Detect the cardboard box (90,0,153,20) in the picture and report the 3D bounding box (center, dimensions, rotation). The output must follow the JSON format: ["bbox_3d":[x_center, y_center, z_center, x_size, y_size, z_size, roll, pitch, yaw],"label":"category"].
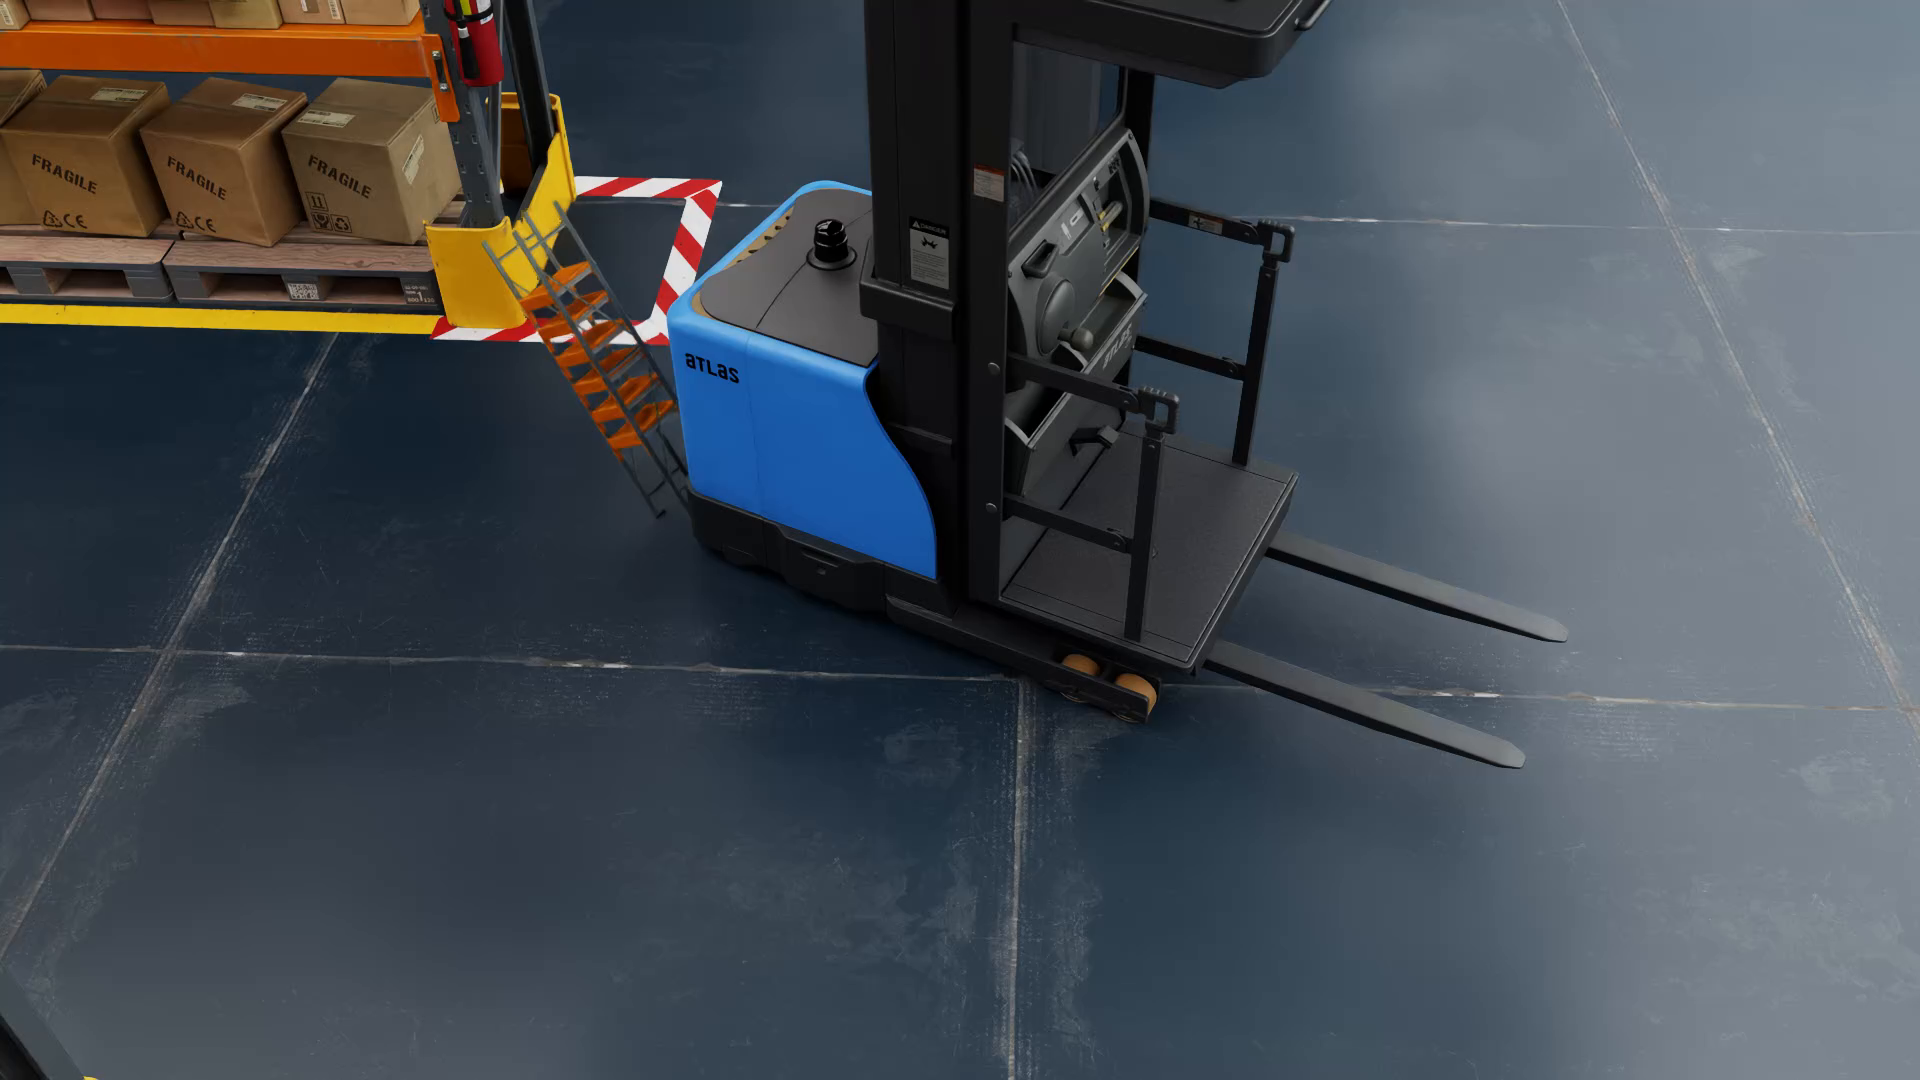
[{"bbox_3d":[-3.266,-2.226,6.623,0.250,0.149,0.380,2,43,2],"label":"cardboard box"}]

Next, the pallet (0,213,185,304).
[{"bbox_3d":[-4.074,-1.485,7.689,1.213,0.211,1.003,2,43,2],"label":"pallet"}]

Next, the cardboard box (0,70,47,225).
[{"bbox_3d":[-4.375,-1.759,7.464,0.500,0.500,0.500,-2,43,-2],"label":"cardboard box"}]

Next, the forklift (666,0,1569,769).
[{"bbox_3d":[0.554,-0.877,5.041,3.031,2.935,1.130,19,46,20],"label":"forklift"}]

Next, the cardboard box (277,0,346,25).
[{"bbox_3d":[-2.517,-2.199,6.594,0.250,0.149,0.380,2,43,2],"label":"cardboard box"}]

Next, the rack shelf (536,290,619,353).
[{"bbox_3d":[-1.376,-0.798,6.022,0.180,0.103,0.258,-6,33,40],"label":"rack shelf"}]

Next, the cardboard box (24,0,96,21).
[{"bbox_3d":[-3.516,-2.218,6.615,0.250,0.149,0.380,2,43,2],"label":"cardboard box"}]

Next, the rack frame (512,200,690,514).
[{"bbox_3d":[-1.221,-0.649,6.044,0.006,1.200,0.240,-6,33,40],"label":"rack frame"}]

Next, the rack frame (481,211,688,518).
[{"bbox_3d":[-1.360,-0.635,6.162,0.006,1.200,0.240,-6,33,40],"label":"rack frame"}]

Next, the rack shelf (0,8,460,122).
[{"bbox_3d":[-3.971,-2.213,6.953,4.000,0.370,1.077,2,43,2],"label":"rack shelf"}]

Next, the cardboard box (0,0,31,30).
[{"bbox_3d":[-3.770,-2.166,6.558,0.250,0.149,0.380,2,43,2],"label":"cardboard box"}]

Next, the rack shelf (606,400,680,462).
[{"bbox_3d":[-1.167,-0.414,6.221,0.180,0.103,0.258,-6,33,40],"label":"rack shelf"}]

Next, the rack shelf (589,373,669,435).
[{"bbox_3d":[-1.219,-0.510,6.171,0.180,0.103,0.258,-6,33,40],"label":"rack shelf"}]

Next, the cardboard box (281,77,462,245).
[{"bbox_3d":[-2.596,-1.684,7.383,0.500,0.500,0.500,9,44,10],"label":"cardboard box"}]

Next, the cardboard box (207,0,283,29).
[{"bbox_3d":[-2.769,-2.172,6.565,0.250,0.149,0.380,2,43,2],"label":"cardboard box"}]

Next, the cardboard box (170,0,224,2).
[{"bbox_3d":[-3.026,-2.530,6.473,0.500,0.500,0.875,2,43,2],"label":"cardboard box"}]

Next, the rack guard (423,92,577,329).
[{"bbox_3d":[-2.049,-1.503,7.496,0.348,0.500,1.175,2,43,2],"label":"rack guard"}]

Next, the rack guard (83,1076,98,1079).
[{"bbox_3d":[-2.274,1.902,3.841,0.348,0.500,1.175,2,43,2],"label":"rack guard"}]

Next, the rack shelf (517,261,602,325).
[{"bbox_3d":[-1.428,-0.894,5.972,0.180,0.103,0.258,-6,33,40],"label":"rack shelf"}]

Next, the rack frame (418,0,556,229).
[{"bbox_3d":[-1.973,-2.415,6.642,0.127,3.000,1.000,2,43,2],"label":"rack frame"}]

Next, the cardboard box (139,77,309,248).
[{"bbox_3d":[-3.195,-1.680,7.378,0.500,0.500,0.500,12,44,13],"label":"cardboard box"}]

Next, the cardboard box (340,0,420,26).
[{"bbox_3d":[-2.267,-2.191,6.586,0.250,0.149,0.380,2,43,2],"label":"cardboard box"}]

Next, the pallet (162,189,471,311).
[{"bbox_3d":[-2.859,-1.446,7.647,1.213,0.211,1.003,2,43,2],"label":"pallet"}]

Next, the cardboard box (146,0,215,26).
[{"bbox_3d":[-3.018,-2.190,6.585,0.250,0.149,0.380,2,43,2],"label":"cardboard box"}]

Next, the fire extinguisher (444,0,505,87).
[{"bbox_3d":[-1.879,-2.069,6.327,0.183,0.674,0.296,2,43,2],"label":"fire extinguisher"}]

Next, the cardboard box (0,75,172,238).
[{"bbox_3d":[-3.819,-1.712,7.412,0.500,0.500,0.500,5,43,6],"label":"cardboard box"}]

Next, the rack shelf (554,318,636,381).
[{"bbox_3d":[-1.324,-0.702,6.072,0.180,0.103,0.258,-6,33,40],"label":"rack shelf"}]

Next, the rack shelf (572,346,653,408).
[{"bbox_3d":[-1.271,-0.606,6.121,0.180,0.103,0.258,-6,33,40],"label":"rack shelf"}]

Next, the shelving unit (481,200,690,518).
[{"bbox_3d":[-1.291,-0.642,6.103,0.189,1.200,0.258,-6,33,40],"label":"shelving unit"}]
